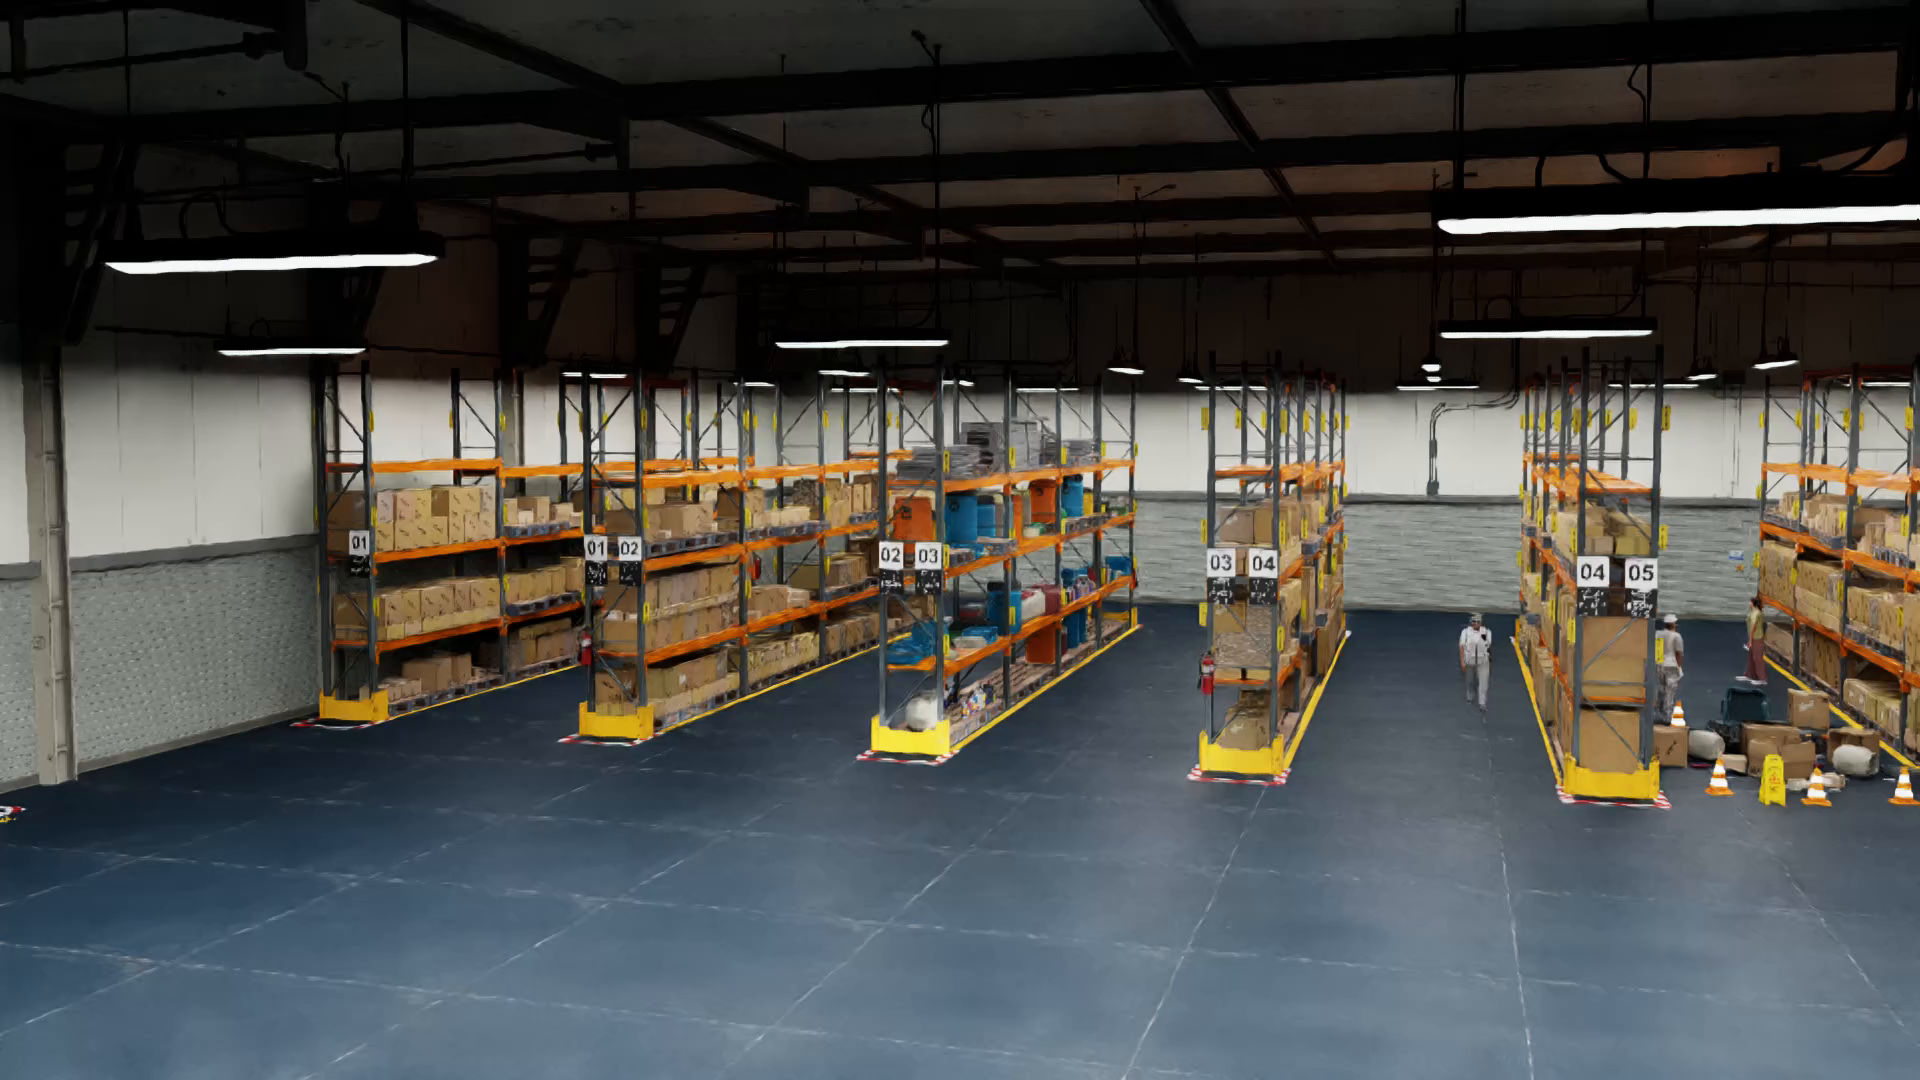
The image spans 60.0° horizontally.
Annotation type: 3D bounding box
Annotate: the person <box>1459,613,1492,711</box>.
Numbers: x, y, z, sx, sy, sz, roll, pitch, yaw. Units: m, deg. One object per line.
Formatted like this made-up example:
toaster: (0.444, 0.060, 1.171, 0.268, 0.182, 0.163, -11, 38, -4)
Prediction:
person: (8.954, 2.085, 28.890, 0.542, 1.675, 1.126, 1, 4, 19)

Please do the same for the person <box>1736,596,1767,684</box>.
person: (15.118, 1.887, 31.706, 0.586, 1.665, 0.577, 3, 5, 35)

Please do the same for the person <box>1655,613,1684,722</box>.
person: (11.875, 2.115, 27.756, 0.457, 1.776, 0.618, -1, 4, -14)
